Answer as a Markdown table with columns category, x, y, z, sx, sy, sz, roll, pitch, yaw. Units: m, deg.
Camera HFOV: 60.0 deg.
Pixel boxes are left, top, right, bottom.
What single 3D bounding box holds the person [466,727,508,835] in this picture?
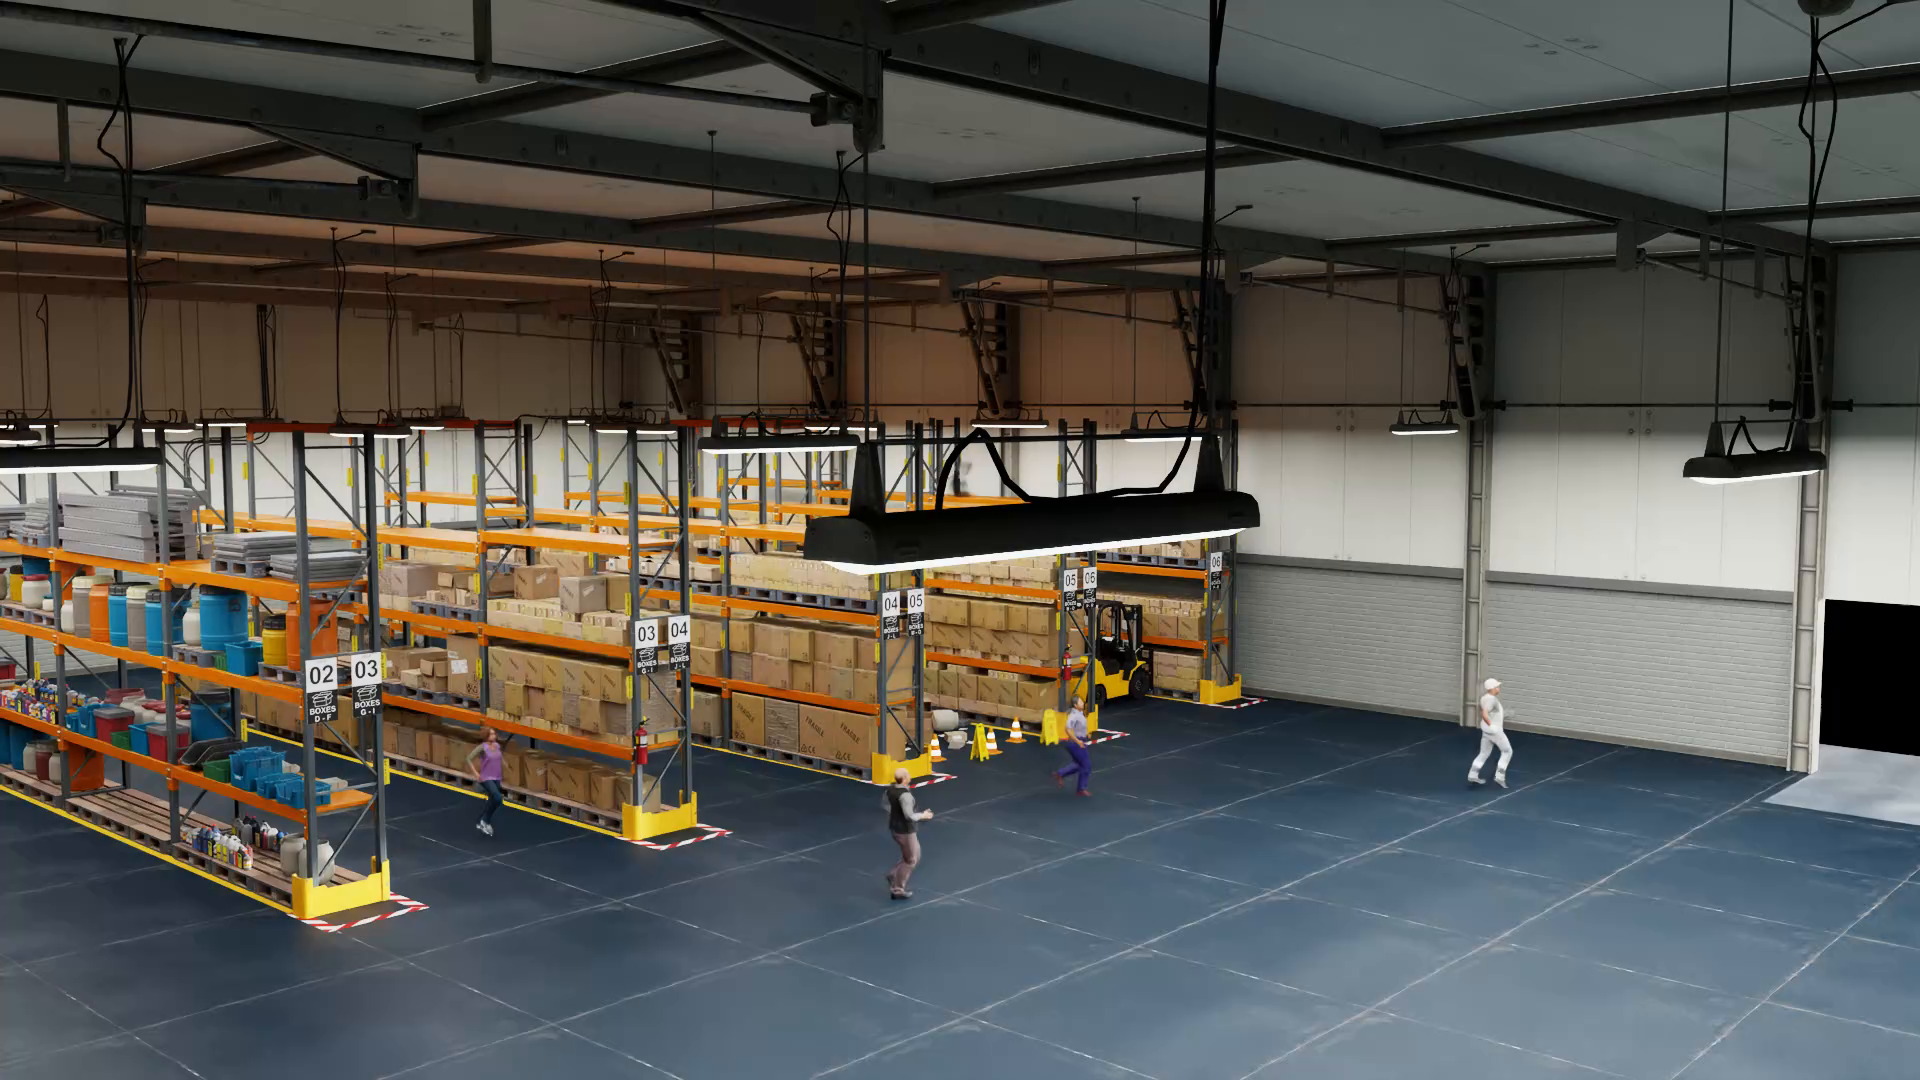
| category | x | y | z | sx | sy | sz | roll | pitch | yaw |
| --- | --- | --- | --- | --- | --- | --- | --- | --- | --- |
| person | -6.886 | 3.535 | 24.403 | 0.656 | 1.586 | 0.506 | 2 | 5 | 27 |

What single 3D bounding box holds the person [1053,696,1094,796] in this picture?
| category | x | y | z | sx | sy | sz | roll | pitch | yaw |
| --- | --- | --- | --- | --- | --- | --- | --- | --- | --- |
| person | 1.837 | 3.335 | 26.972 | 0.668 | 1.616 | 0.594 | 0 | 5 | 6 |

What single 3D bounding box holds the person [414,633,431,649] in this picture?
| category | x | y | z | sx | sy | sz | roll | pitch | yaw |
| --- | --- | --- | --- | --- | --- | --- | --- | --- | --- |
| person | -13.201 | 2.156 | 40.241 | 0.714 | 1.755 | 1.013 | 4 | 6 | 37 |

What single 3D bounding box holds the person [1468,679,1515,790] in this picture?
| category | x | y | z | sx | sy | sz | roll | pitch | yaw |
| --- | --- | --- | --- | --- | --- | --- | --- | --- | --- |
| person | 8.778 | 3.200 | 27.392 | 0.763 | 1.838 | 0.641 | 0 | 5 | -5 |

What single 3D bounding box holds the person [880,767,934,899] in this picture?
| category | x | y | z | sx | sy | sz | roll | pitch | yaw |
| --- | --- | --- | --- | --- | --- | --- | --- | --- | --- |
| person | -0.658 | 3.735 | 21.342 | 0.590 | 1.677 | 0.648 | -2 | 5 | -23 |
